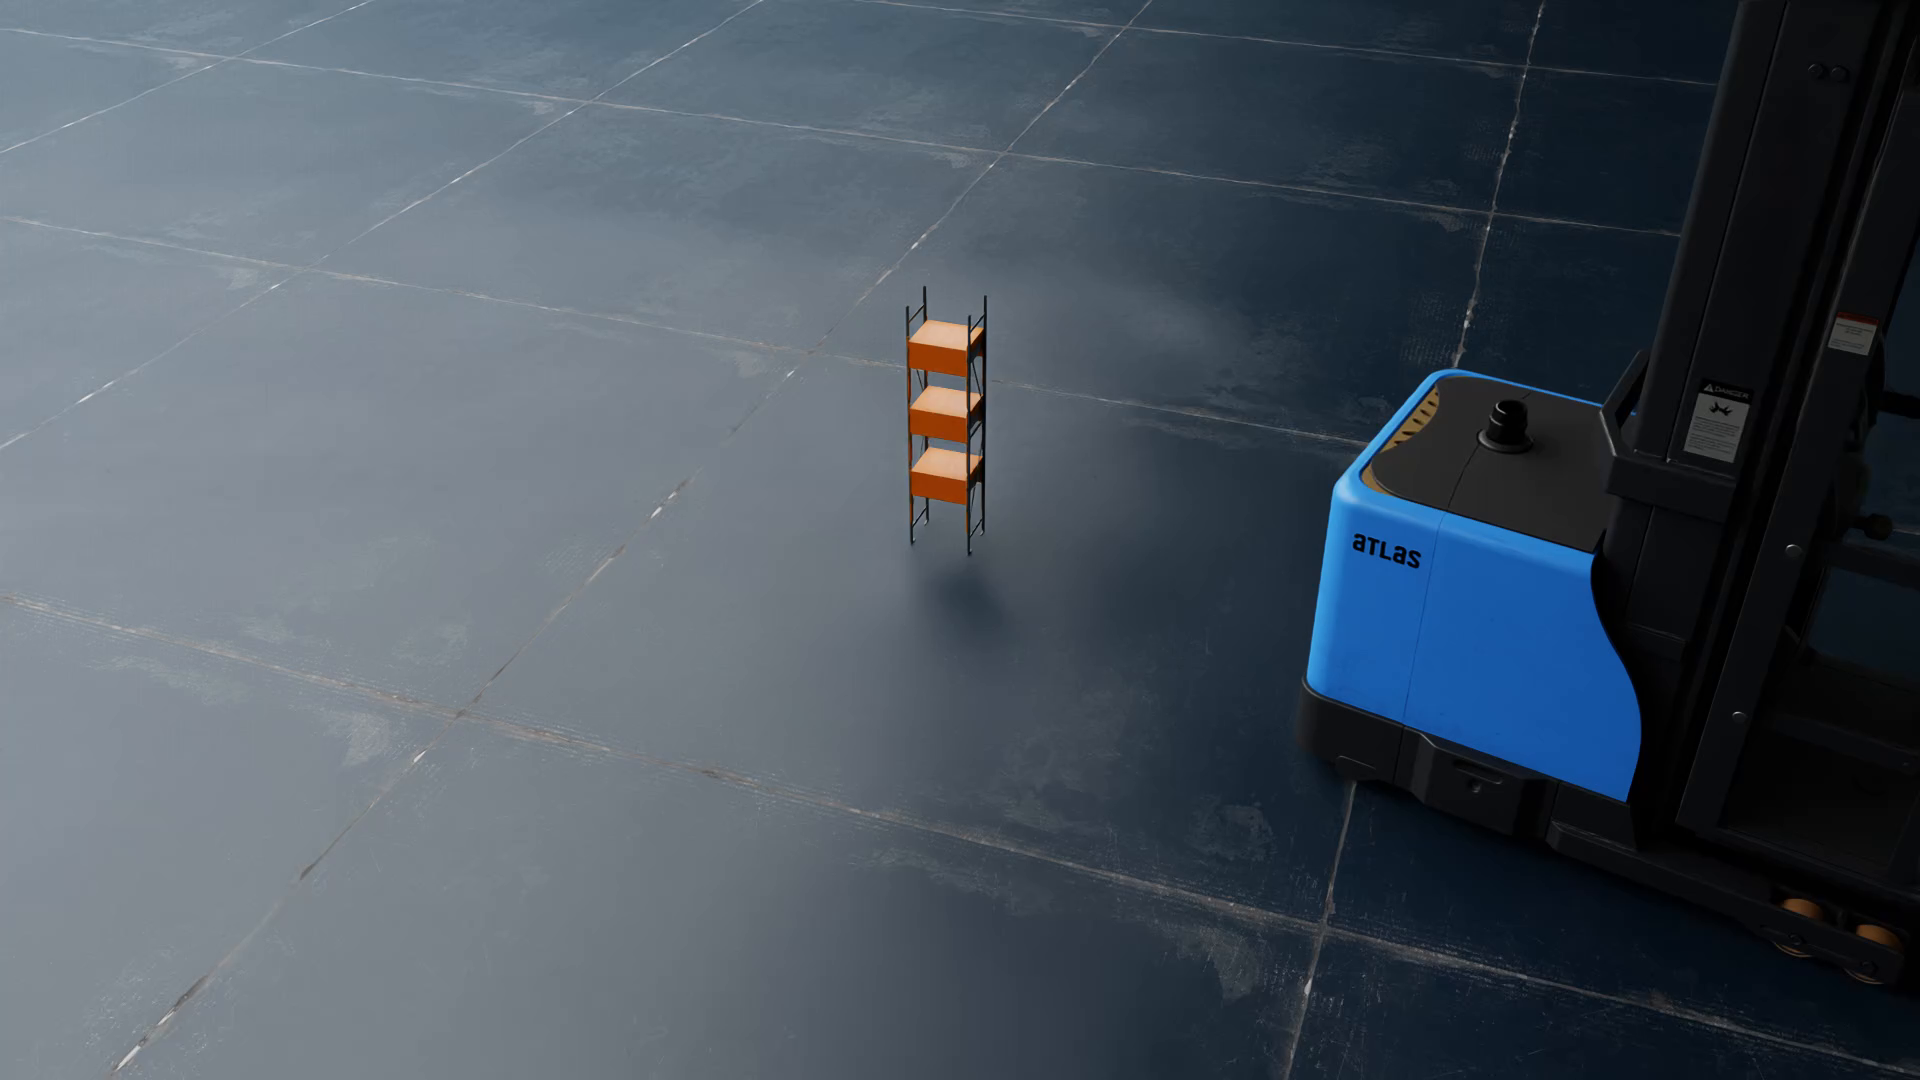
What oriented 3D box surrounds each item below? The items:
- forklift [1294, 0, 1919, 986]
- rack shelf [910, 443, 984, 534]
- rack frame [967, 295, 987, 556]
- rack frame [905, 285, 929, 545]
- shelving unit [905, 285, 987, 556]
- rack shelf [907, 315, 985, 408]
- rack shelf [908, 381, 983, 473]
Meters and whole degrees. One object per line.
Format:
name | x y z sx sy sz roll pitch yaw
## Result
forklift | 2.644 -0.289 4.495 3.031 2.935 1.130 19 37 27
rack shelf | -0.050 -0.208 6.637 0.240 0.259 0.215 11 34 16
rack frame | 0.064 -0.429 6.446 0.008 1.050 0.200 11 34 16
rack frame | -0.165 -0.473 6.515 0.008 1.050 0.200 11 34 16
shelving unit | -0.050 -0.451 6.480 0.252 1.050 0.215 11 34 16
rack shelf | -0.050 -0.680 6.332 0.240 0.259 0.215 11 34 16
rack shelf | -0.050 -0.442 6.486 0.240 0.259 0.215 11 34 16
